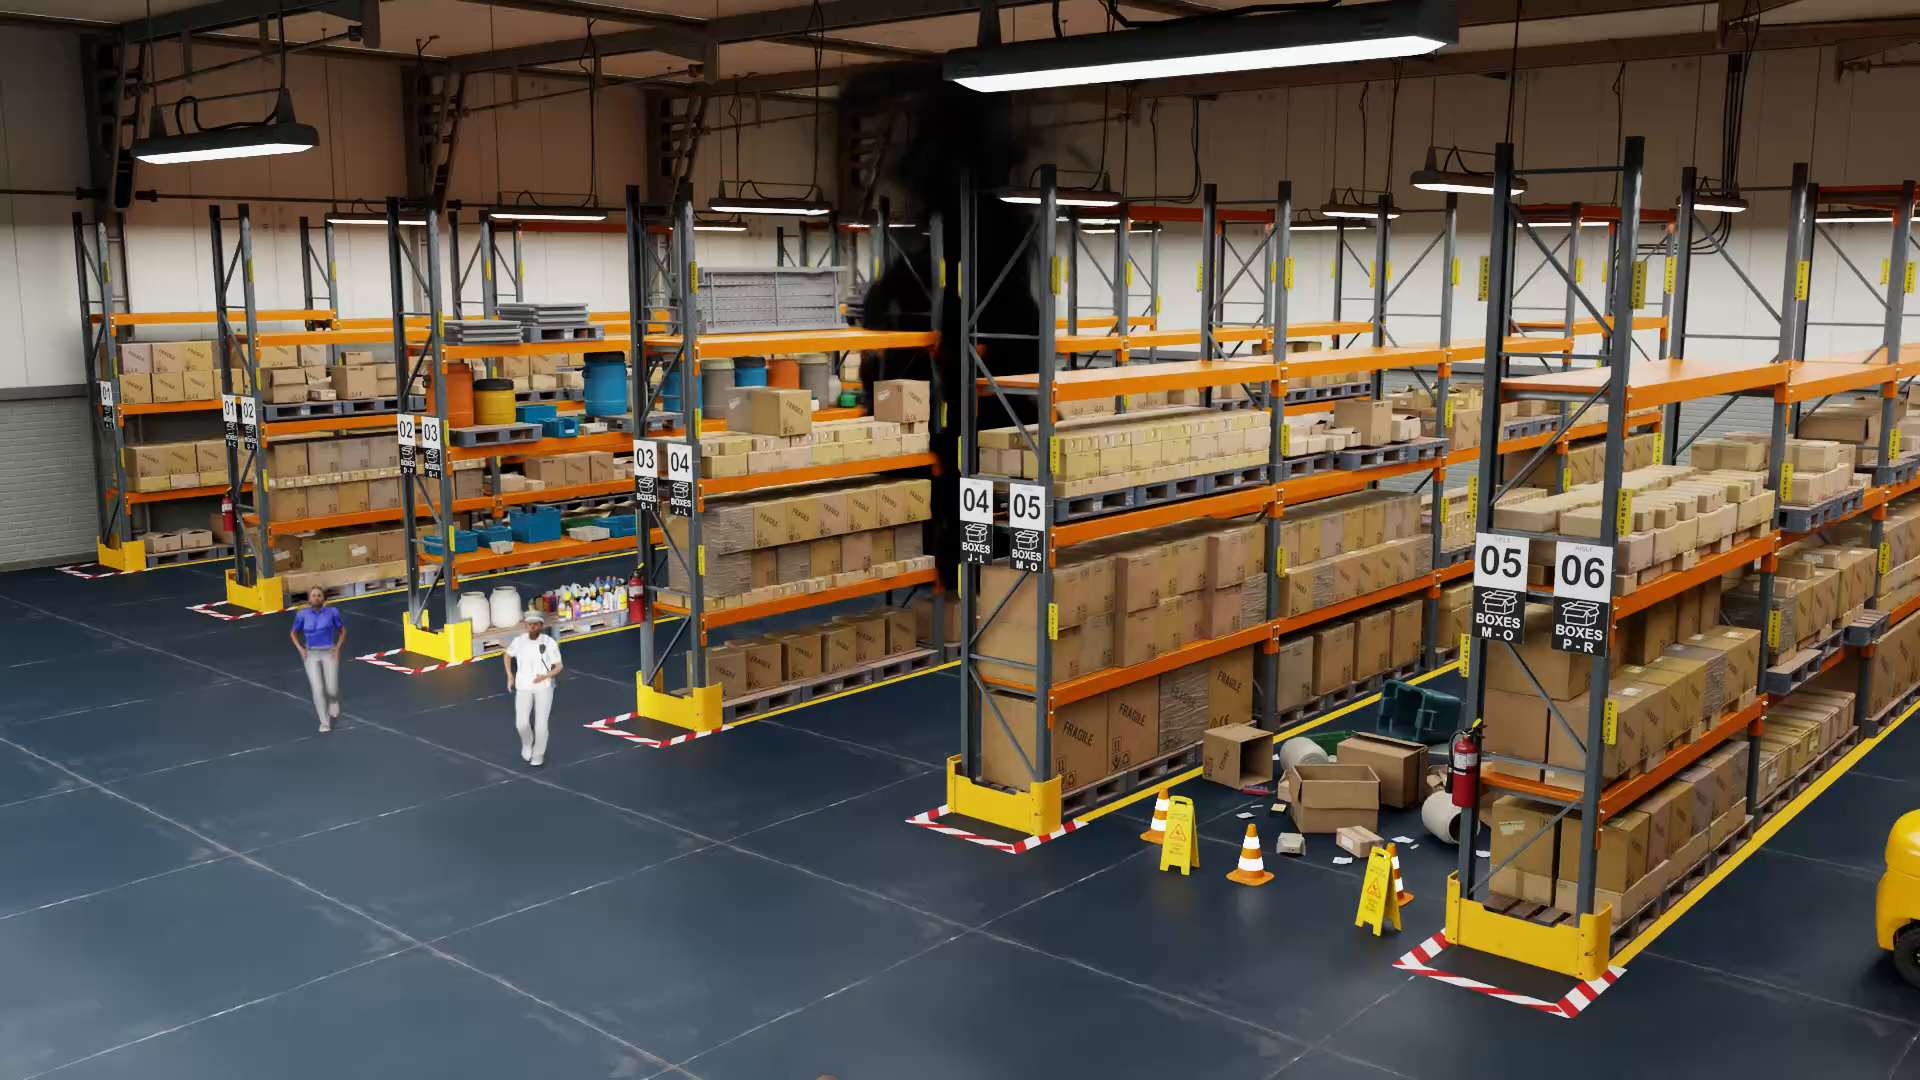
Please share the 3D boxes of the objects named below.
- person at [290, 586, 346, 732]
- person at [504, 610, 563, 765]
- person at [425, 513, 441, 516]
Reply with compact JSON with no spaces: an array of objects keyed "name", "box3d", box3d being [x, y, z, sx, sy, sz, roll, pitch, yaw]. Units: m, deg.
[{"name":"person","box3d":[-7.164,1.300,18.604,0.587,1.619,0.583,-3,10,-19]},{"name":"person","box3d":[-4.397,1.527,17.115,0.596,1.643,0.543,-1,10,-9]},{"name":"person","box3d":[-9.171,-0.457,29.248,0.677,1.639,0.865,9,13,42]}]
